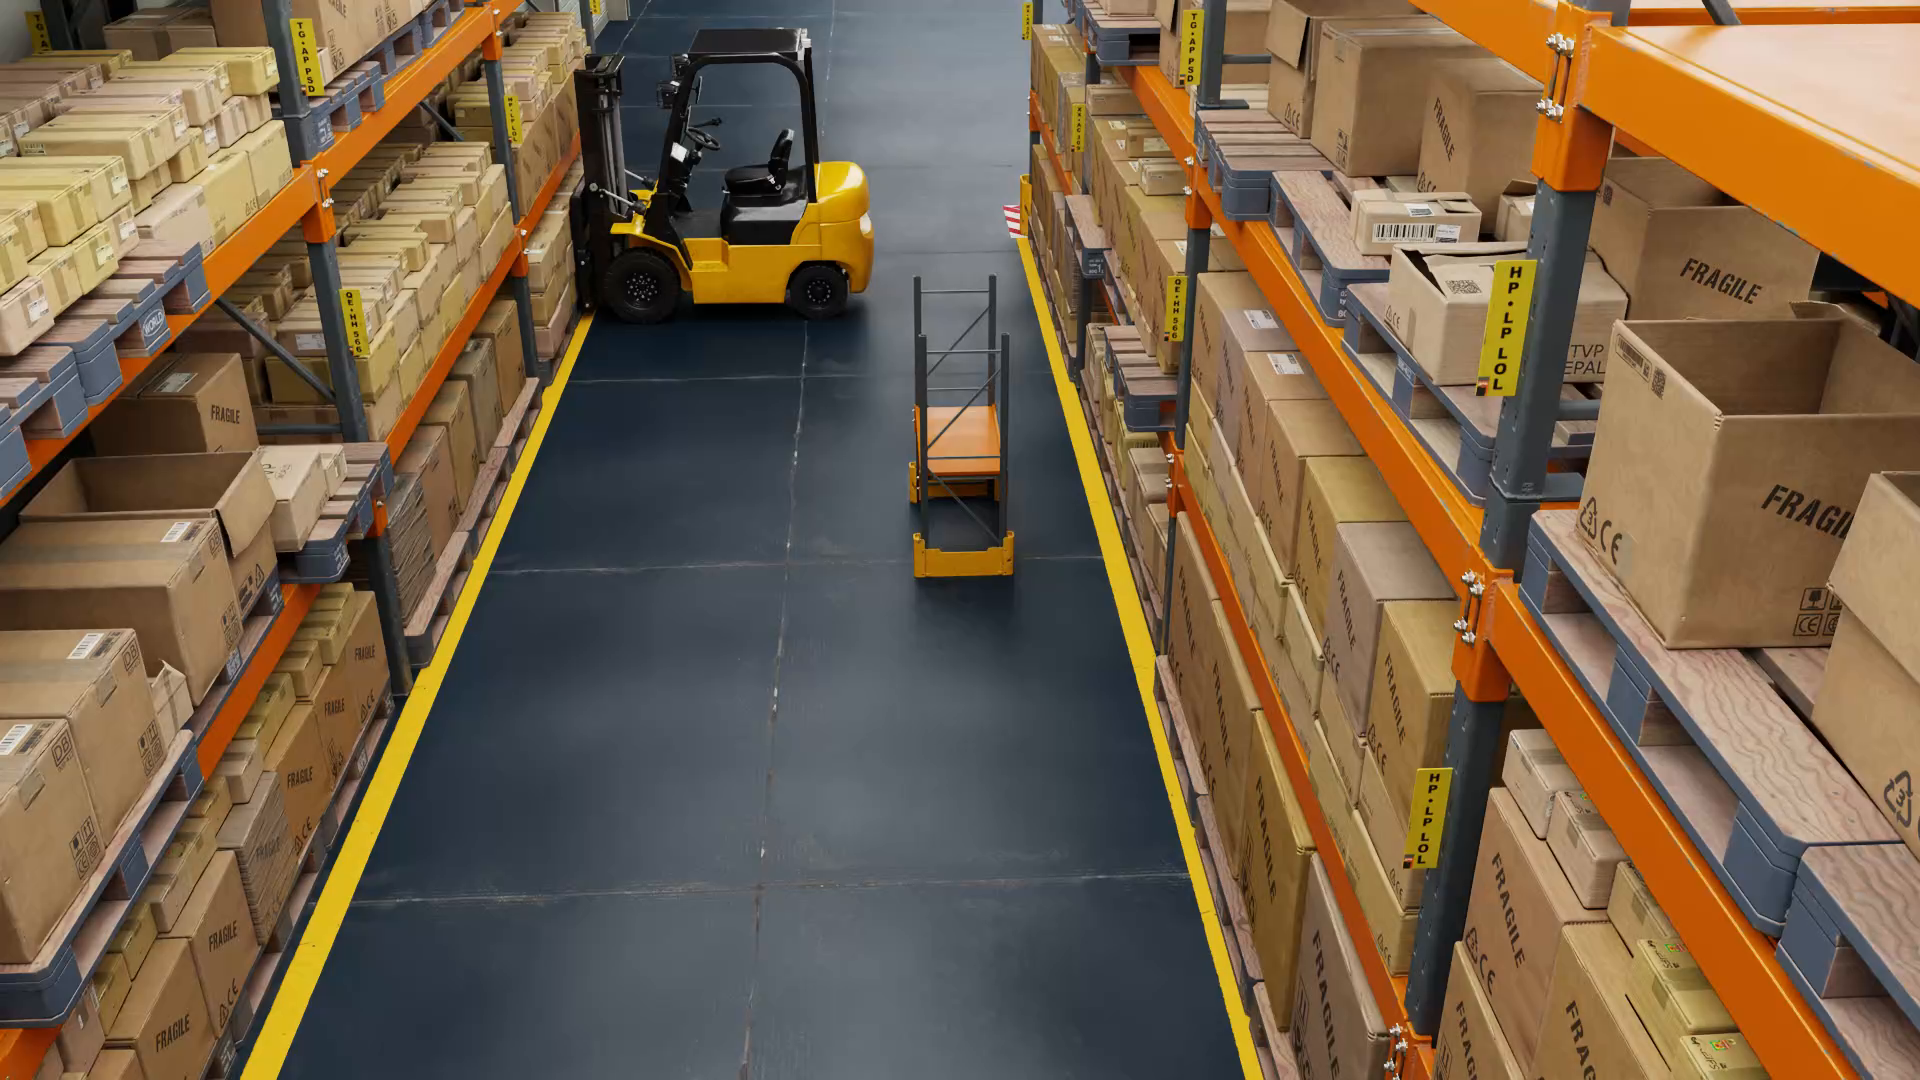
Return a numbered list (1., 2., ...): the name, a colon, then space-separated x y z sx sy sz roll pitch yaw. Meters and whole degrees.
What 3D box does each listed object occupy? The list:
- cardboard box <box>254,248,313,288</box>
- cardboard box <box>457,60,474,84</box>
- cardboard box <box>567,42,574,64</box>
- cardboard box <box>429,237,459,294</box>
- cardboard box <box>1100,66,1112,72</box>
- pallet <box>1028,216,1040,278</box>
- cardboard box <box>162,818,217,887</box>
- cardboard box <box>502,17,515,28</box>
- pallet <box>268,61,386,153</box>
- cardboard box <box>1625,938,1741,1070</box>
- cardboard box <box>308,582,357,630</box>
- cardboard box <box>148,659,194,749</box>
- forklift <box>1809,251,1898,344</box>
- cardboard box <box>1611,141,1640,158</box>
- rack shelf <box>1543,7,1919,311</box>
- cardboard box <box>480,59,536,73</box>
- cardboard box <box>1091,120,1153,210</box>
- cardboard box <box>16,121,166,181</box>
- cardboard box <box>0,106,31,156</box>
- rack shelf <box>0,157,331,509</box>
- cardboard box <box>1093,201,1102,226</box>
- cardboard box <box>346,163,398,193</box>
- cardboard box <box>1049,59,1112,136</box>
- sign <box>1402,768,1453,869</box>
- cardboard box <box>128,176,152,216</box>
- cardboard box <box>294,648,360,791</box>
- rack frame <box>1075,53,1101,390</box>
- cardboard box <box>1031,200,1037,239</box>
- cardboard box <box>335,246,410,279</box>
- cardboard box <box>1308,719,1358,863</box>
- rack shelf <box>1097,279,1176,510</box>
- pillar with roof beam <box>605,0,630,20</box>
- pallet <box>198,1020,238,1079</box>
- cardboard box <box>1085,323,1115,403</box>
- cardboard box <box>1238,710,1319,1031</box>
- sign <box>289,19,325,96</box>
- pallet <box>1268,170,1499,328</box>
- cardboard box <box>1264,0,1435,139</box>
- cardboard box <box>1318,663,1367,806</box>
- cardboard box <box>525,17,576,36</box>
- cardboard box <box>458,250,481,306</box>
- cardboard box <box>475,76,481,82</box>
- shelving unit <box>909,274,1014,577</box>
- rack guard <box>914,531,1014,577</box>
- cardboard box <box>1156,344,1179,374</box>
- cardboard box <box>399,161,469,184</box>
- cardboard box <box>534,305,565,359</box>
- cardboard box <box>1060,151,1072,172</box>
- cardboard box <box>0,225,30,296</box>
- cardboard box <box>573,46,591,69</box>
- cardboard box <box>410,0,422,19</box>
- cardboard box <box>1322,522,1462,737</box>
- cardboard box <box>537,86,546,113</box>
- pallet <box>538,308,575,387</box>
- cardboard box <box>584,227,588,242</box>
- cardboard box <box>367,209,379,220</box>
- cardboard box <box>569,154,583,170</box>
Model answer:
1. cardboard box: -3.696 -1.474 9.023 0.380 0.149 0.250 -2 28 -3
2. cardboard box: -3.942 -3.567 12.714 0.380 0.149 0.250 -2 28 -3
3. cardboard box: -3.505 -4.158 14.169 0.380 0.149 0.250 -1 28 -2
4. cardboard box: -3.245 -1.598 9.692 0.500 0.250 0.500 -1 28 -2
5. cardboard box: 1.439 -4.028 13.218 0.700 0.500 0.500 -2 28 -3
6. pallet: 1.170 -2.692 15.183 1.003 0.211 1.213 -1 28 -3
7. cardboard box: -3.055 1.185 6.282 0.380 0.149 0.250 0 28 -1
8. cardboard box: -4.042 -4.397 14.306 0.380 0.149 0.250 0 28 -1
9. pallet: -3.505 -2.081 7.956 1.213 0.211 1.003 0 28 0
10. cardboard box: 1.579 0.930 3.332 0.380 0.149 0.250 -2 28 -3
11. cardboard box: -3.101 0.333 7.915 0.380 0.149 0.250 -3 28 -5
12. cardboard box: -2.861 0.546 5.650 0.396 0.266 0.258 0 28 0
13. forklift: 3.877 -0.537 8.111 1.130 2.935 3.031 1 28 2
14. cardboard box: 6.246 -3.032 14.663 0.875 0.875 0.875 -2 28 -3
15. rack shelf: 1.890 -0.038 1.802 1.077 0.370 4.000 -1 28 -3
16. cardboard box: -3.456 -3.582 12.742 0.380 0.149 0.250 -1 28 -3
17. cardboard box: 1.133 -2.400 10.724 0.500 0.500 0.500 -1 28 -2
18. cardboard box: -2.999 -1.345 5.750 0.380 0.149 0.250 -1 28 -2
19. cardboard box: -3.574 -1.448 5.949 0.380 0.149 0.250 -1 28 -3
20. rack shelf: -3.276 -0.611 5.711 1.077 0.370 4.000 -1 28 -3
21. cardboard box: 1.085 -2.189 11.020 0.380 0.149 0.250 -1 28 -2
22. cardboard box: -3.811 -2.294 10.596 0.380 0.149 0.250 -1 28 -3
23. cardboard box: 0.999 -3.581 13.443 0.500 0.500 0.500 -2 28 -4
24. sign: 1.244 0.742 4.418 0.100 0.325 0.005 -1 28 -3
25. cardboard box: -3.080 -1.211 5.815 0.380 0.149 0.250 -1 28 -1
26. cardboard box: -3.128 0.820 7.683 0.500 0.500 0.500 -2 28 -3
27. rack frame: 1.368 -2.492 11.785 1.000 3.000 0.127 -1 28 -3
28. cardboard box: 0.925 -2.927 15.138 0.500 0.250 0.500 -2 28 -3
29. cardboard box: -3.226 -1.487 9.047 0.380 0.149 0.250 -1 28 -2
30. cardboard box: 1.485 0.833 5.572 0.500 0.250 0.500 -2 28 -3
31. rack shelf: 1.472 -1.250 10.180 1.077 0.370 4.000 -1 28 -3
32. pillar with roof beam: -0.989 -12.180 23.872 9.100 9.000 0.400 -1 28 -3
33. pallet: -3.251 2.186 5.831 1.003 0.211 1.213 -1 28 -3
34. cardboard box: 1.398 -1.271 11.831 0.950 0.372 0.625 -1 28 -2
35. cardboard box: 1.618 1.257 6.440 0.875 0.875 0.875 -1 28 -1
36. sign: -2.838 -2.095 7.220 0.100 0.325 0.005 -1 28 -3
37. pallet: 1.725 -1.079 6.035 1.003 0.211 1.213 0 28 0
38. cardboard box: 1.747 -2.036 7.101 0.797 0.503 0.637 -3 28 -6
39. cardboard box: 1.486 0.619 5.441 0.500 0.250 0.500 -1 28 -1
40. cardboard box: -3.525 -4.408 14.327 0.380 0.149 0.250 -1 28 -3
41. cardboard box: -3.274 -1.616 10.266 0.500 0.250 0.500 -1 28 -2
42. cardboard box: -3.943 -3.556 13.016 0.380 0.149 0.250 -2 28 -4
43. shelving unit: -0.004 -0.700 9.971 0.587 1.500 1.083 -1 28 -3
44. rack guard: 0.022 0.084 9.819 0.587 0.250 0.087 -1 28 -3
45. cardboard box: 1.238 -0.987 8.717 0.380 0.149 0.250 -1 28 -2
46. cardboard box: -3.358 -2.317 10.639 0.380 0.149 0.250 -1 28 -3
47. cardboard box: -3.284 -1.569 12.534 0.500 0.250 0.500 -1 28 -2
48. cardboard box: 0.990 -2.991 13.013 0.380 0.149 0.250 -2 28 -3
49. cardboard box: -2.845 -0.763 4.614 0.380 0.149 0.250 -2 28 -3
50. cardboard box: -3.510 -4.041 14.646 0.500 0.500 0.500 -2 28 -4
51. cardboard box: -3.188 -2.963 9.153 0.380 0.149 0.250 -2 28 -3
52. cardboard box: 1.477 0.276 5.288 0.500 0.500 0.500 -1 28 -2
53. cardboard box: -3.350 -3.332 12.586 0.380 0.149 0.250 -2 28 -3
54. pallet: -3.589 -1.502 12.902 1.003 0.211 1.213 -1 28 -3
55. cardboard box: -3.374 -2.488 13.756 0.500 0.250 0.500 -1 28 -3
56. cardboard box: -3.787 -1.816 10.109 0.500 0.250 0.500 -2 28 -4
57. cardboard box: -3.430 -3.187 14.556 0.500 0.250 0.500 -1 28 -2
